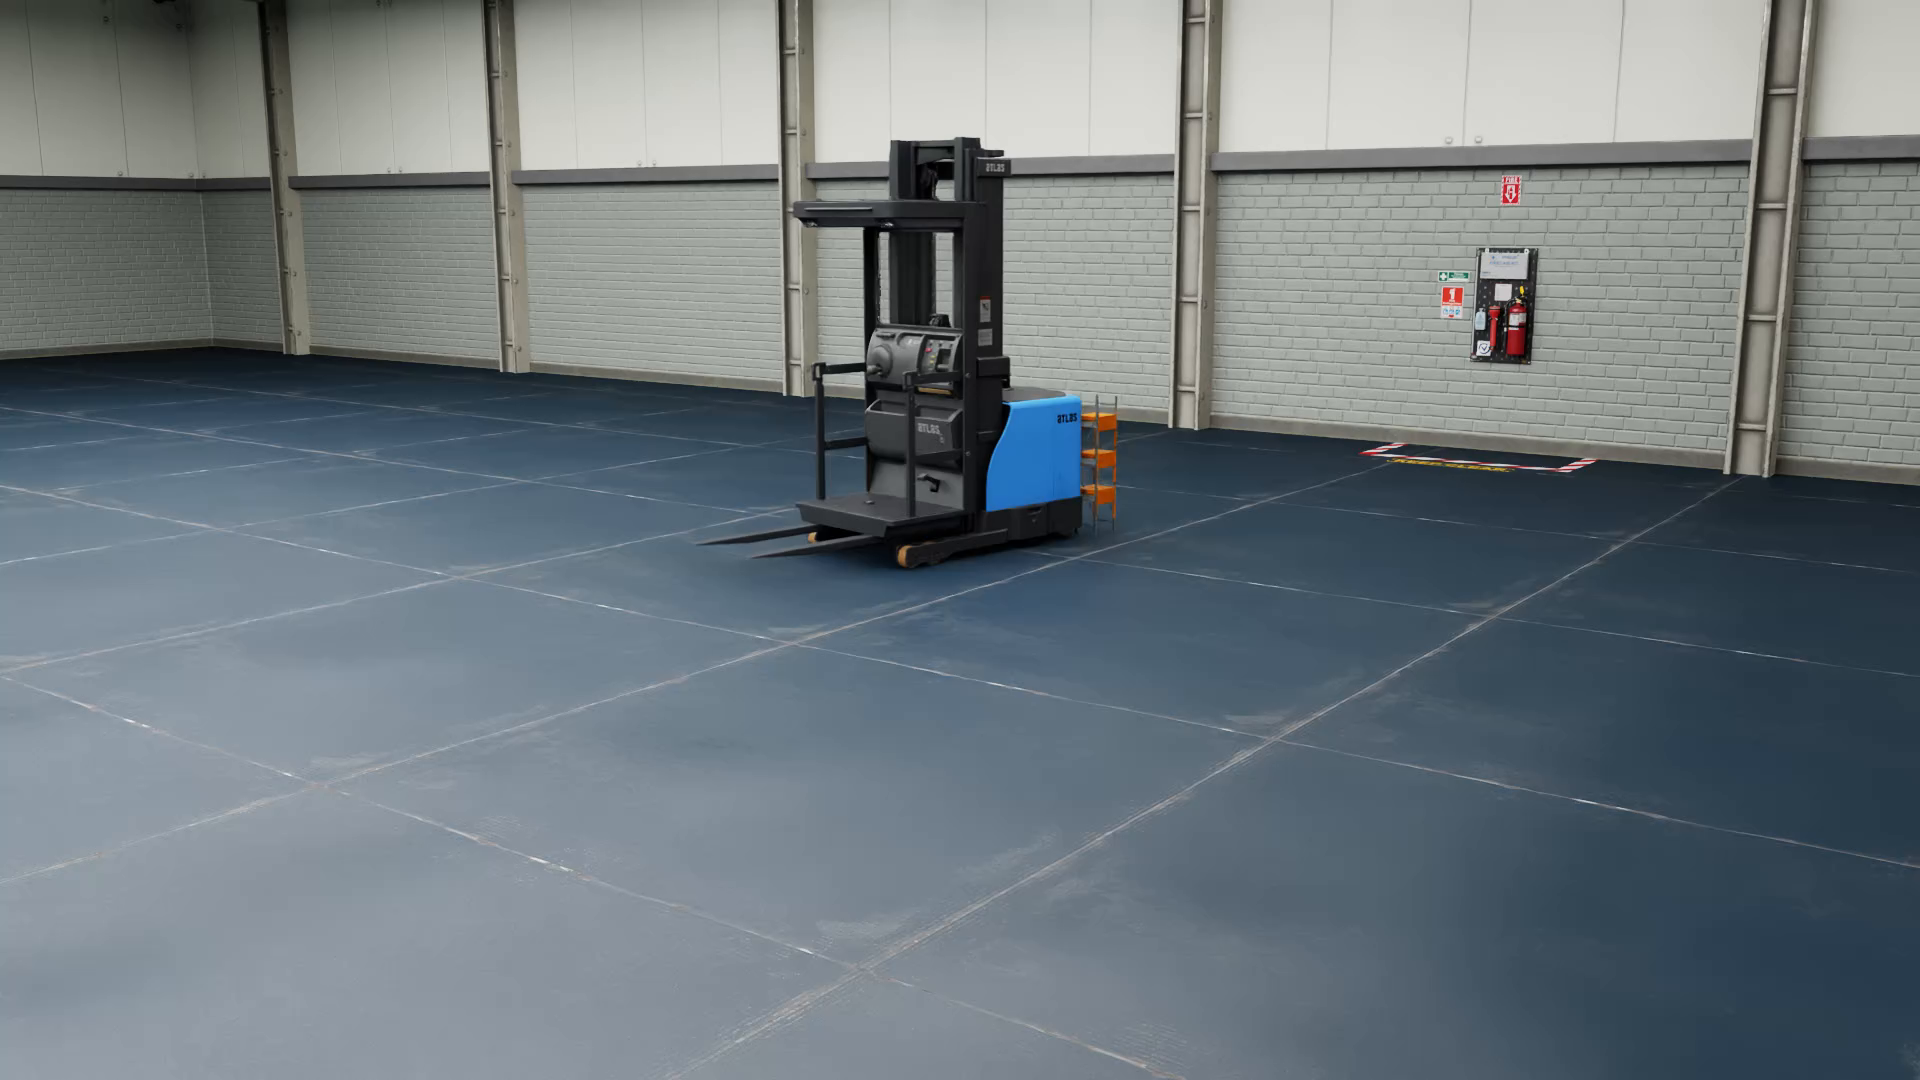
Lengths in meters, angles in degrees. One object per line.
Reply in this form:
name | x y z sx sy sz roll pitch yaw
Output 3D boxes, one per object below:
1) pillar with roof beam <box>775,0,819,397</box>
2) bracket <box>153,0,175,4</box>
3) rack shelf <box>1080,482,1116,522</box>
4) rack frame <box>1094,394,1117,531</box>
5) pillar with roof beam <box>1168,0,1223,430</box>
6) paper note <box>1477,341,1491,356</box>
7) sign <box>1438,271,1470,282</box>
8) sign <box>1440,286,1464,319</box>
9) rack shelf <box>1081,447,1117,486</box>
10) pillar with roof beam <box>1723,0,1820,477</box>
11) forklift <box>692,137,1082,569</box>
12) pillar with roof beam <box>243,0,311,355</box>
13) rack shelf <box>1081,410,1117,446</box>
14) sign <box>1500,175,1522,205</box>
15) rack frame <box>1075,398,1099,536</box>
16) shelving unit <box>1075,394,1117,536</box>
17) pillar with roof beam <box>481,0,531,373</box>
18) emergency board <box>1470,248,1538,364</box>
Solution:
pillar with roof beam | -4.725 -5.739 18.504 0.400 9.000 9.100 8 13 36
bracket | -14.303 -9.773 29.880 0.430 0.232 0.235 8 13 36
rack shelf | 1.043 -0.294 12.802 0.215 0.259 0.240 9 14 40
rack frame | 1.122 -0.595 12.838 0.200 1.050 0.008 9 14 40
pillar with roof beam | 0.111 -5.065 15.017 0.400 9.000 9.100 8 13 36
paper note | 5.425 -1.985 17.214 0.142 0.148 0.016 8 13 36
sign | 5.140 -2.741 17.313 0.331 0.109 0.001 8 13 36
sign | 5.142 -2.483 17.373 0.234 0.329 0.001 8 13 36
rack shelf | 1.043 -0.567 12.749 0.215 0.259 0.240 9 14 40
pillar with roof beam | 4.947 -4.390 11.530 0.400 9.000 9.100 8 13 36
forklift | -0.486 -1.349 11.785 3.031 2.935 1.130 -10 15 -42
pillar with roof beam | -14.397 -7.088 25.478 0.548 9.000 9.100 8 13 36
rack shelf | 1.043 -0.845 12.696 0.215 0.259 0.240 9 14 40
sign | 5.579 -3.542 16.837 0.199 0.298 0.001 8 13 36
rack frame | 0.963 -0.560 12.657 0.200 1.050 0.008 9 14 40
shelving unit | 1.043 -0.577 12.747 0.215 1.050 0.252 9 14 40
pillar with roof beam | -9.561 -6.414 21.991 0.400 9.000 9.100 8 13 36
emergency board | 5.526 -2.387 16.973 0.643 1.169 0.194 8 13 36
